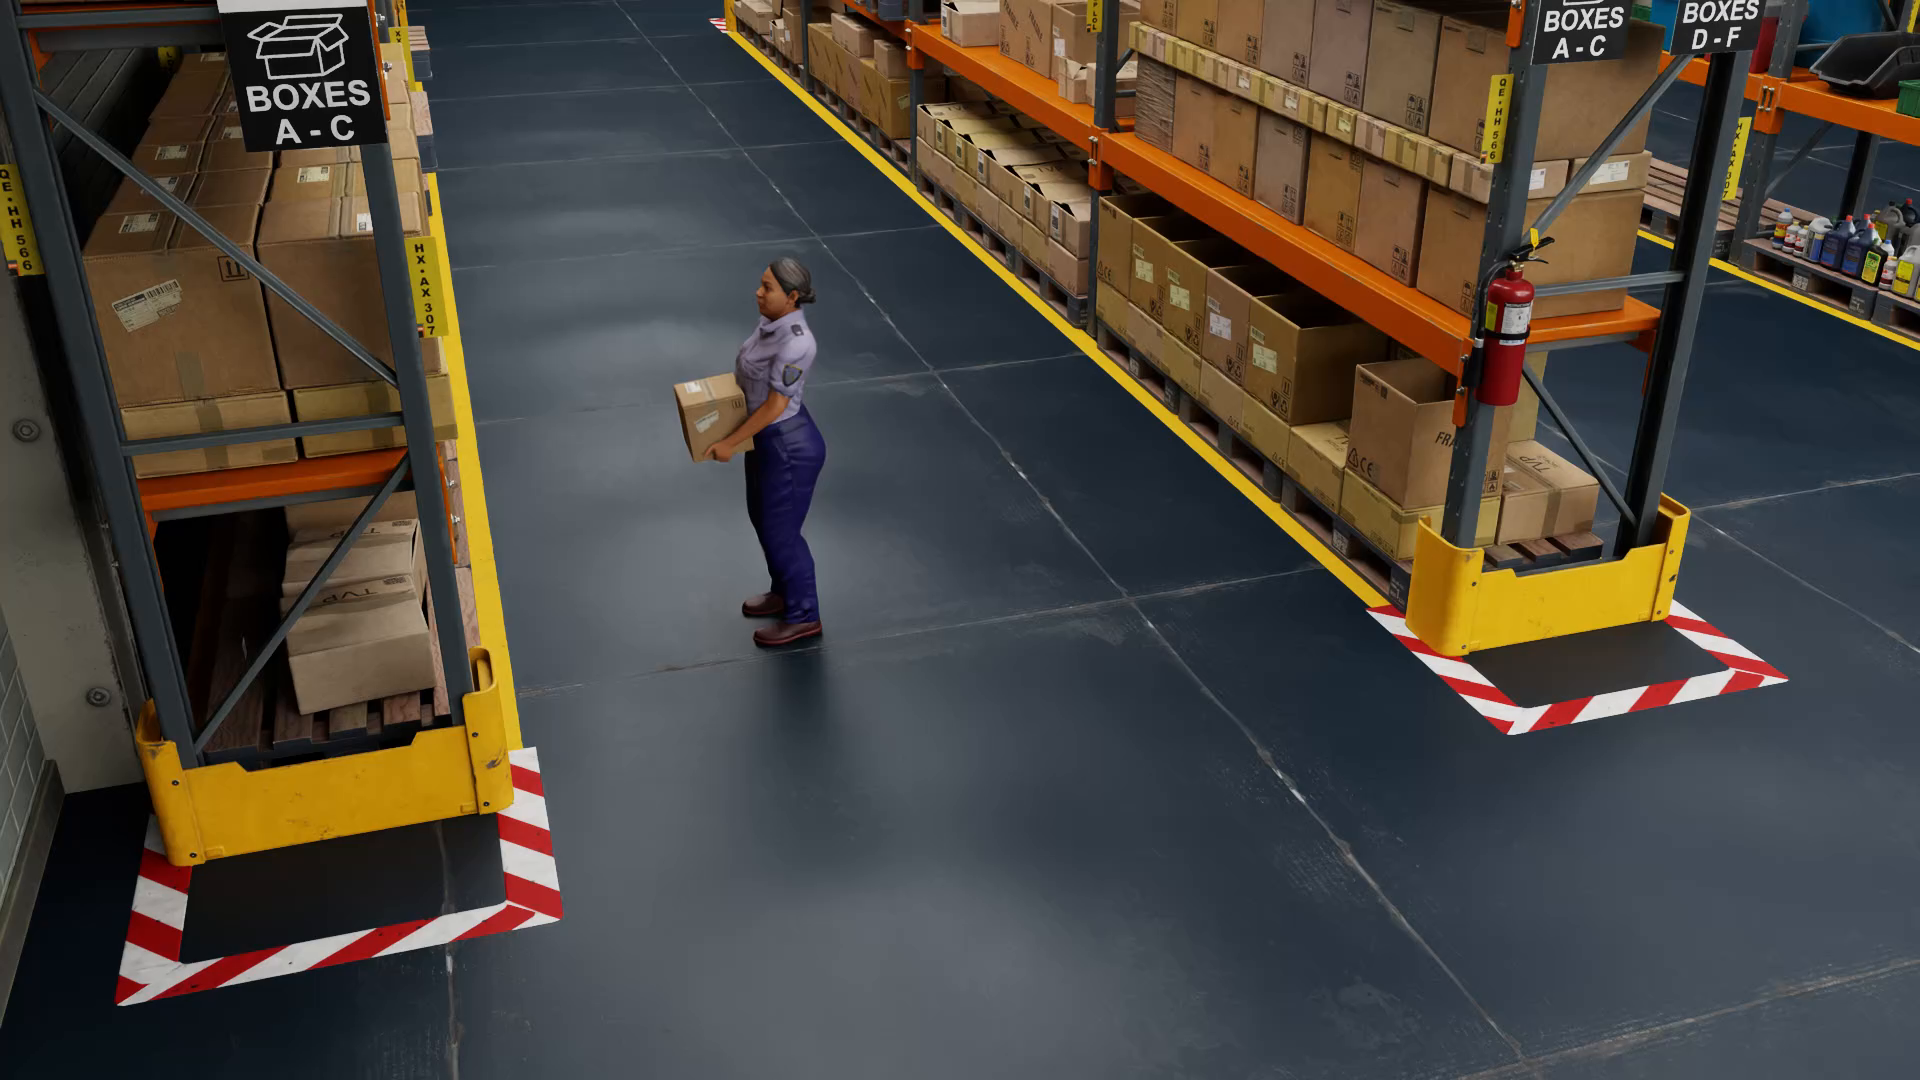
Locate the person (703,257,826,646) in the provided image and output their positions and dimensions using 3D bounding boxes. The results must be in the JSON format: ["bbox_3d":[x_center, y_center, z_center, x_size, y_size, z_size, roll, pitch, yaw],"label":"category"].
[{"bbox_3d":[-0.822,-0.361,6.875,0.517,1.631,0.453,-8,28,-15],"label":"person"}]
